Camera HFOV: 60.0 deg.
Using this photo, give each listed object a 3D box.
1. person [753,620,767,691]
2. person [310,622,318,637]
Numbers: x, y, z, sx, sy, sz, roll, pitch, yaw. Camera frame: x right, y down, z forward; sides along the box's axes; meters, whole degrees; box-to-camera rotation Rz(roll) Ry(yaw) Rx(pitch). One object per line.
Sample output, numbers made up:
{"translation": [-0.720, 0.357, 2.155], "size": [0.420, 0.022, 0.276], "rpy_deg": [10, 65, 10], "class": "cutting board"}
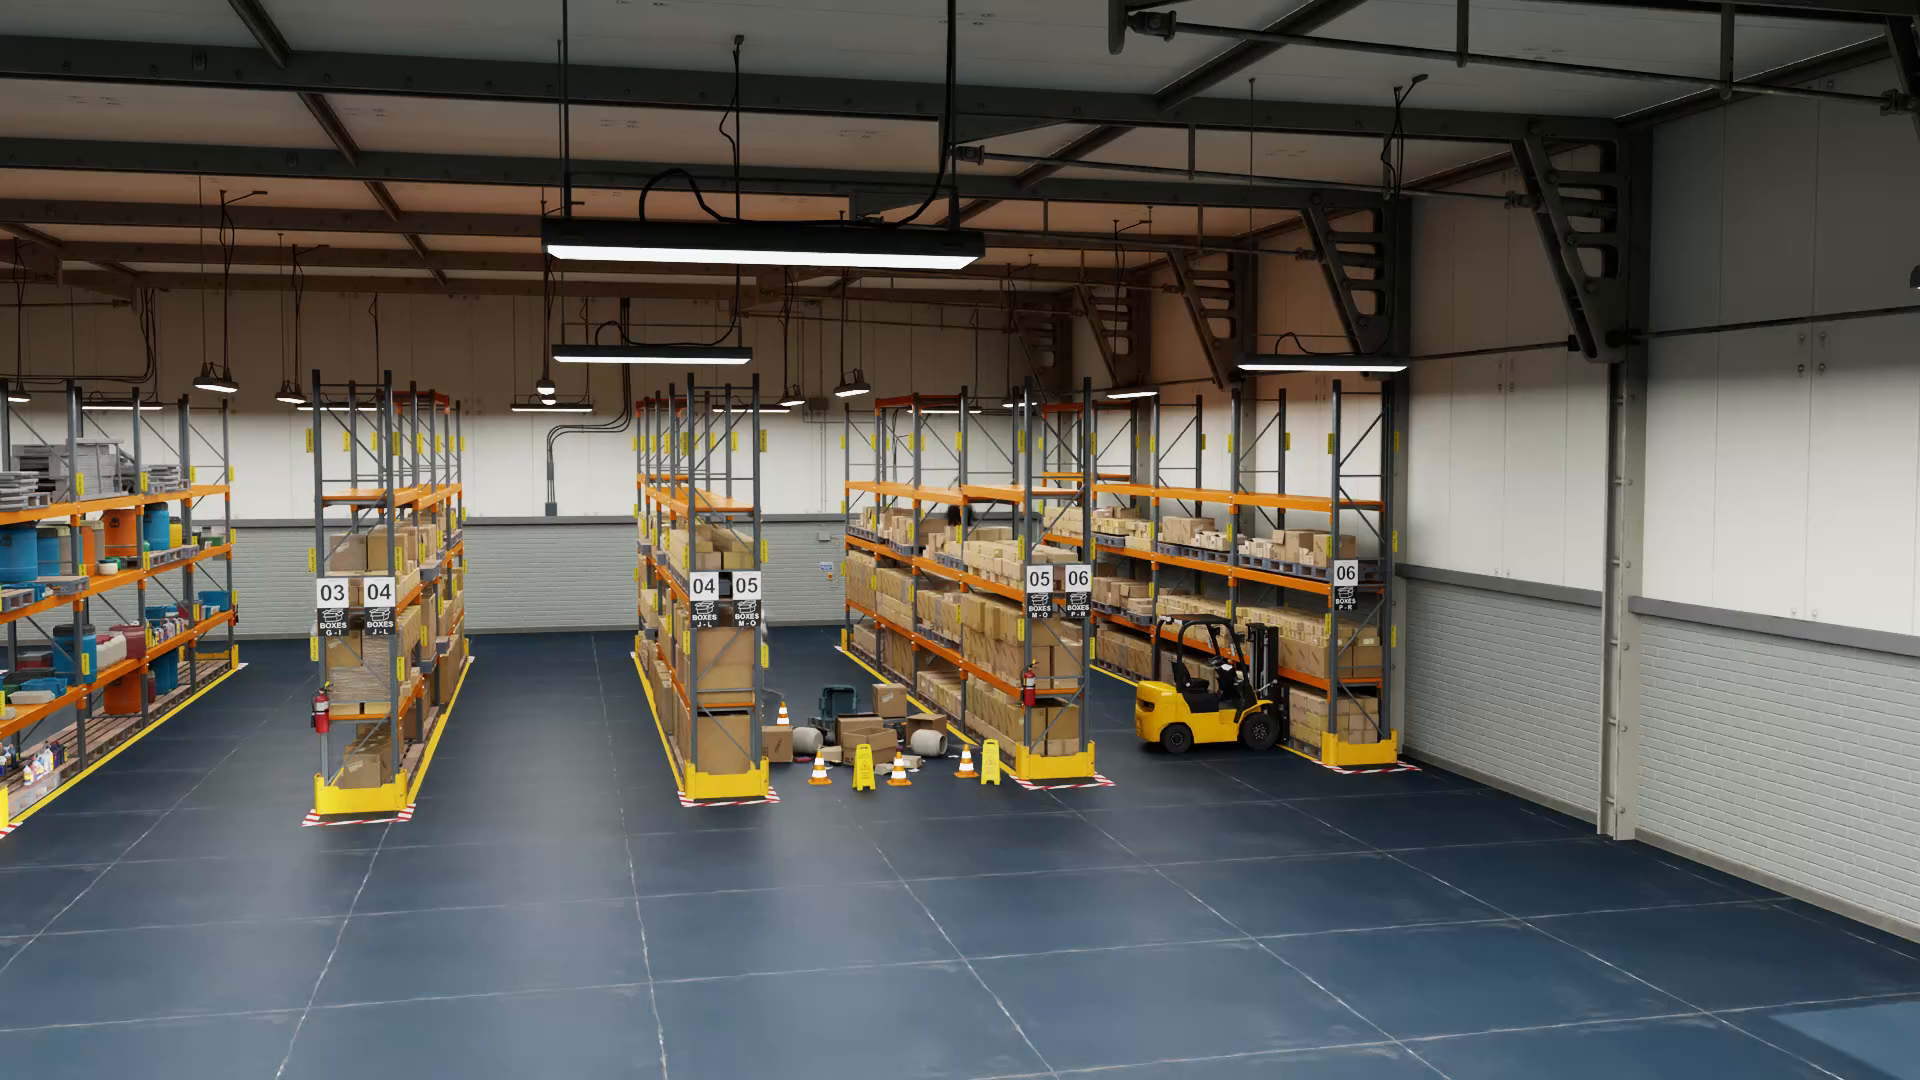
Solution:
{"translation": [-4.184, 2.223, 33.533], "size": [0.630, 1.749, 0.828], "rpy_deg": [0, 3, 2], "class": "person"}
{"translation": [-13.012, 2.219, 34.033], "size": [0.502, 1.626, 0.824], "rpy_deg": [-1, 3, -15], "class": "person"}
